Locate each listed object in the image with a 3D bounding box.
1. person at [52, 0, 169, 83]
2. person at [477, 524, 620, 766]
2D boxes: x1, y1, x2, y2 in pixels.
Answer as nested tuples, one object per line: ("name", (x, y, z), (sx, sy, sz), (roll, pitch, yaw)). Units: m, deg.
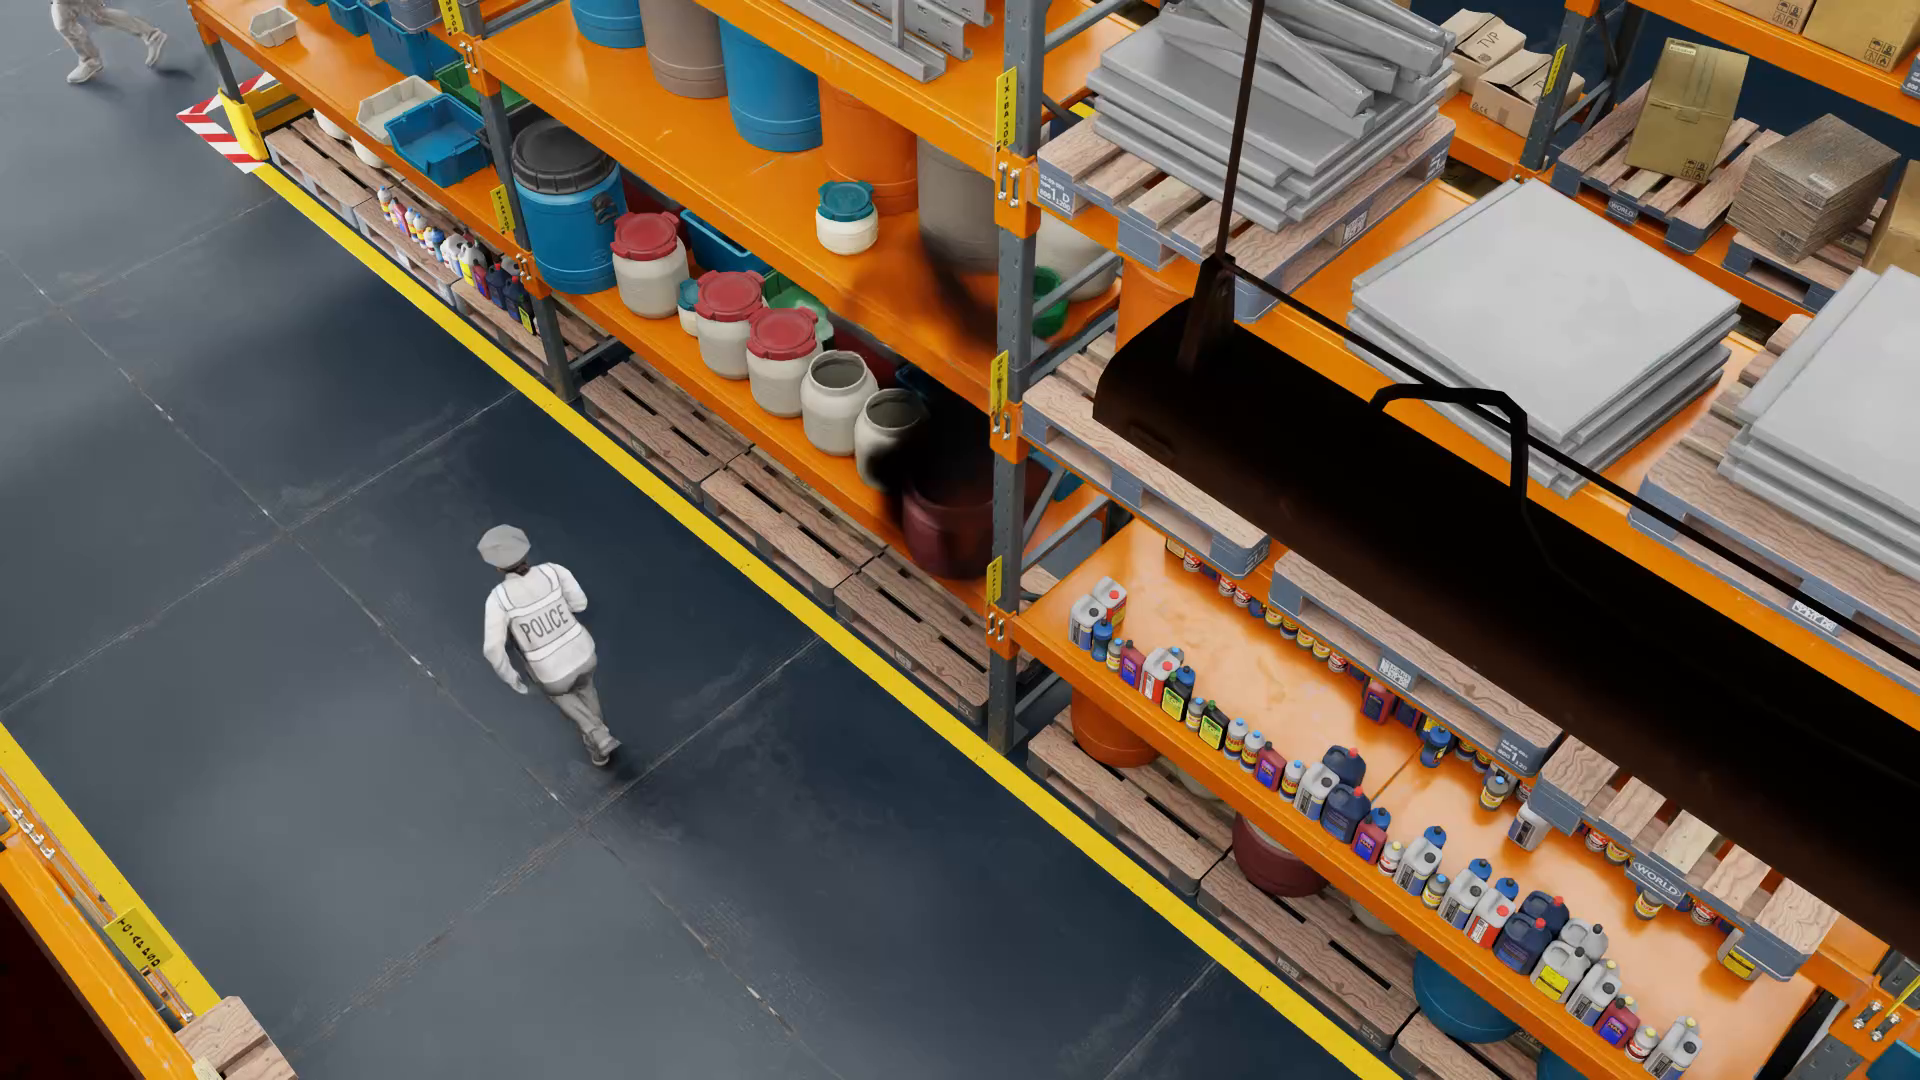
("person", (-6.867, -4.439, 12.970), (0.849, 1.726, 0.659), (-21, 53, -17))
("person", (-2.193, 0.655, 8.892), (0.643, 1.483, 0.784), (-35, 58, -26))
